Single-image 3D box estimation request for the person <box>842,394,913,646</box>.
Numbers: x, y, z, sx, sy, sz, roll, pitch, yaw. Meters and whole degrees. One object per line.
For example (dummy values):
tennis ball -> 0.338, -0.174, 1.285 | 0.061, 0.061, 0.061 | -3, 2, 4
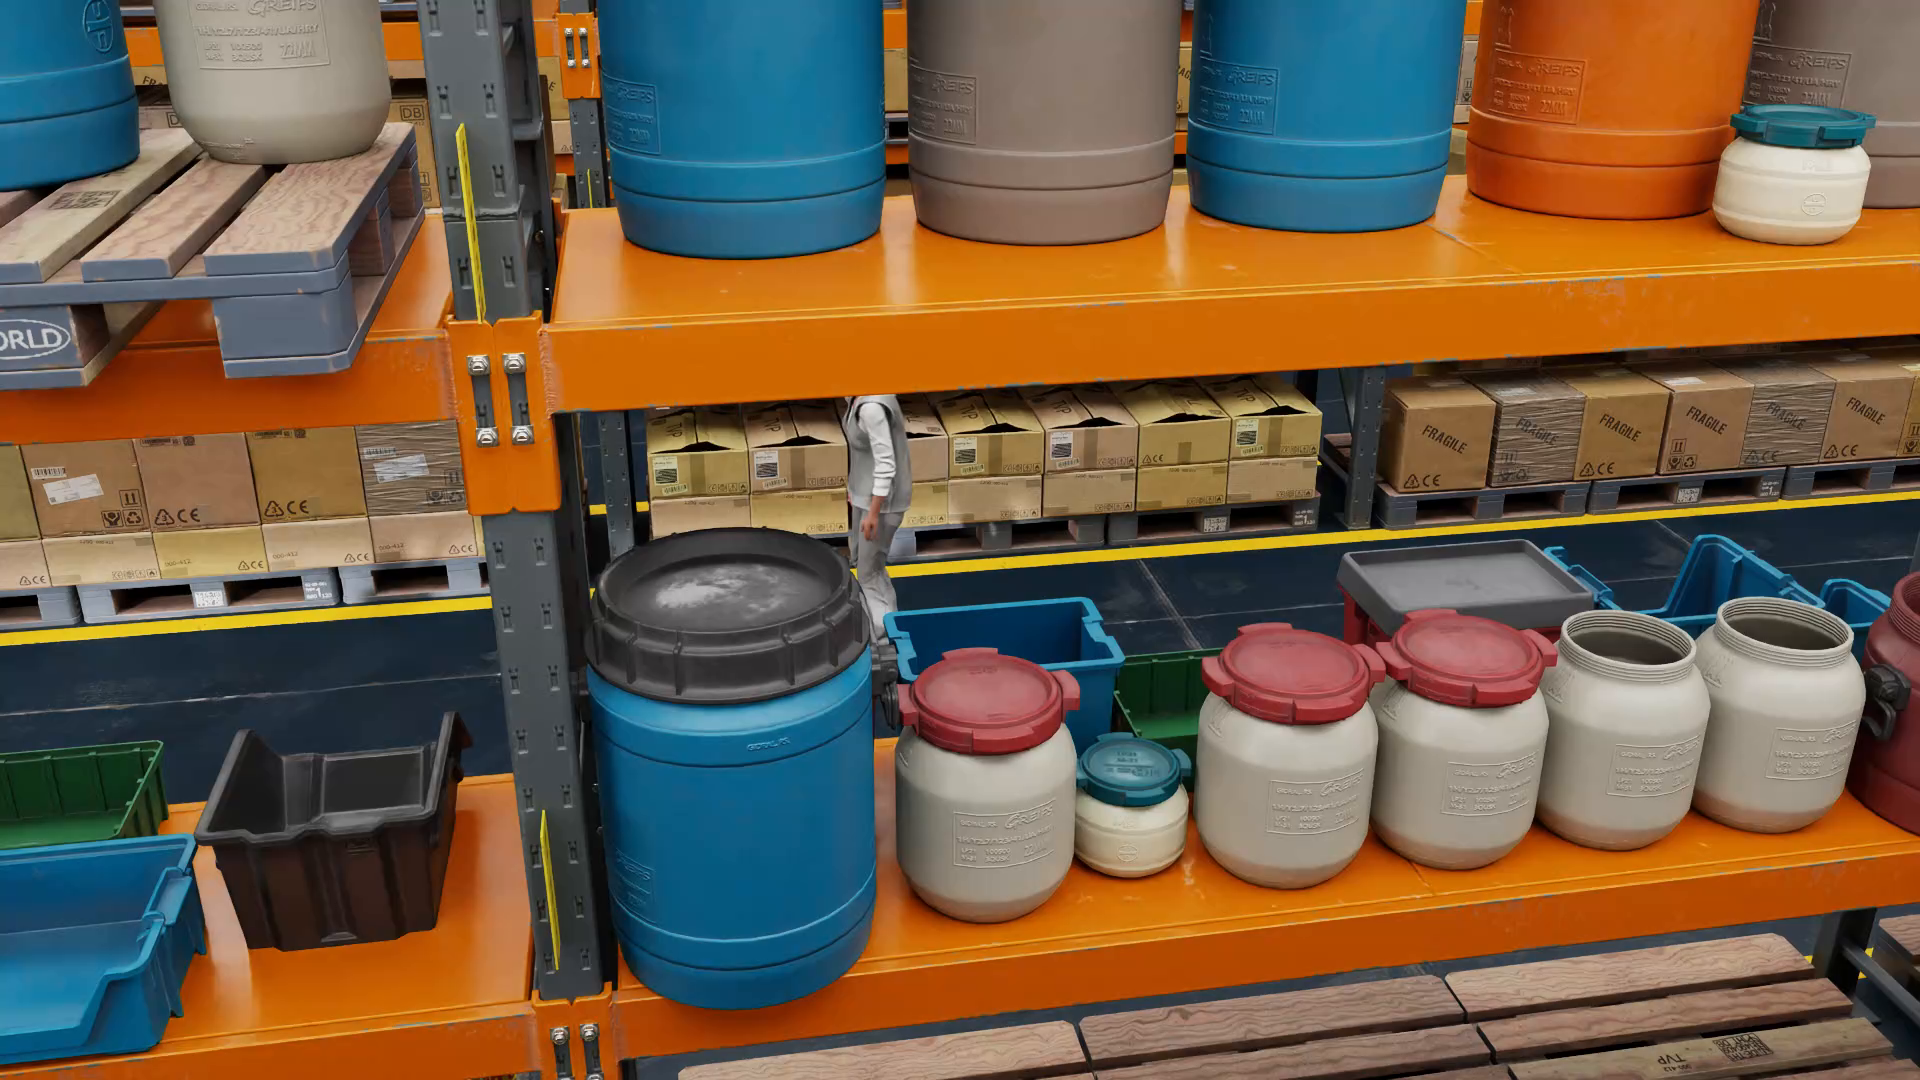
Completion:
person -> -0.397, -0.168, 7.509 | 0.343, 1.582, 0.481 | -5, 24, -11
